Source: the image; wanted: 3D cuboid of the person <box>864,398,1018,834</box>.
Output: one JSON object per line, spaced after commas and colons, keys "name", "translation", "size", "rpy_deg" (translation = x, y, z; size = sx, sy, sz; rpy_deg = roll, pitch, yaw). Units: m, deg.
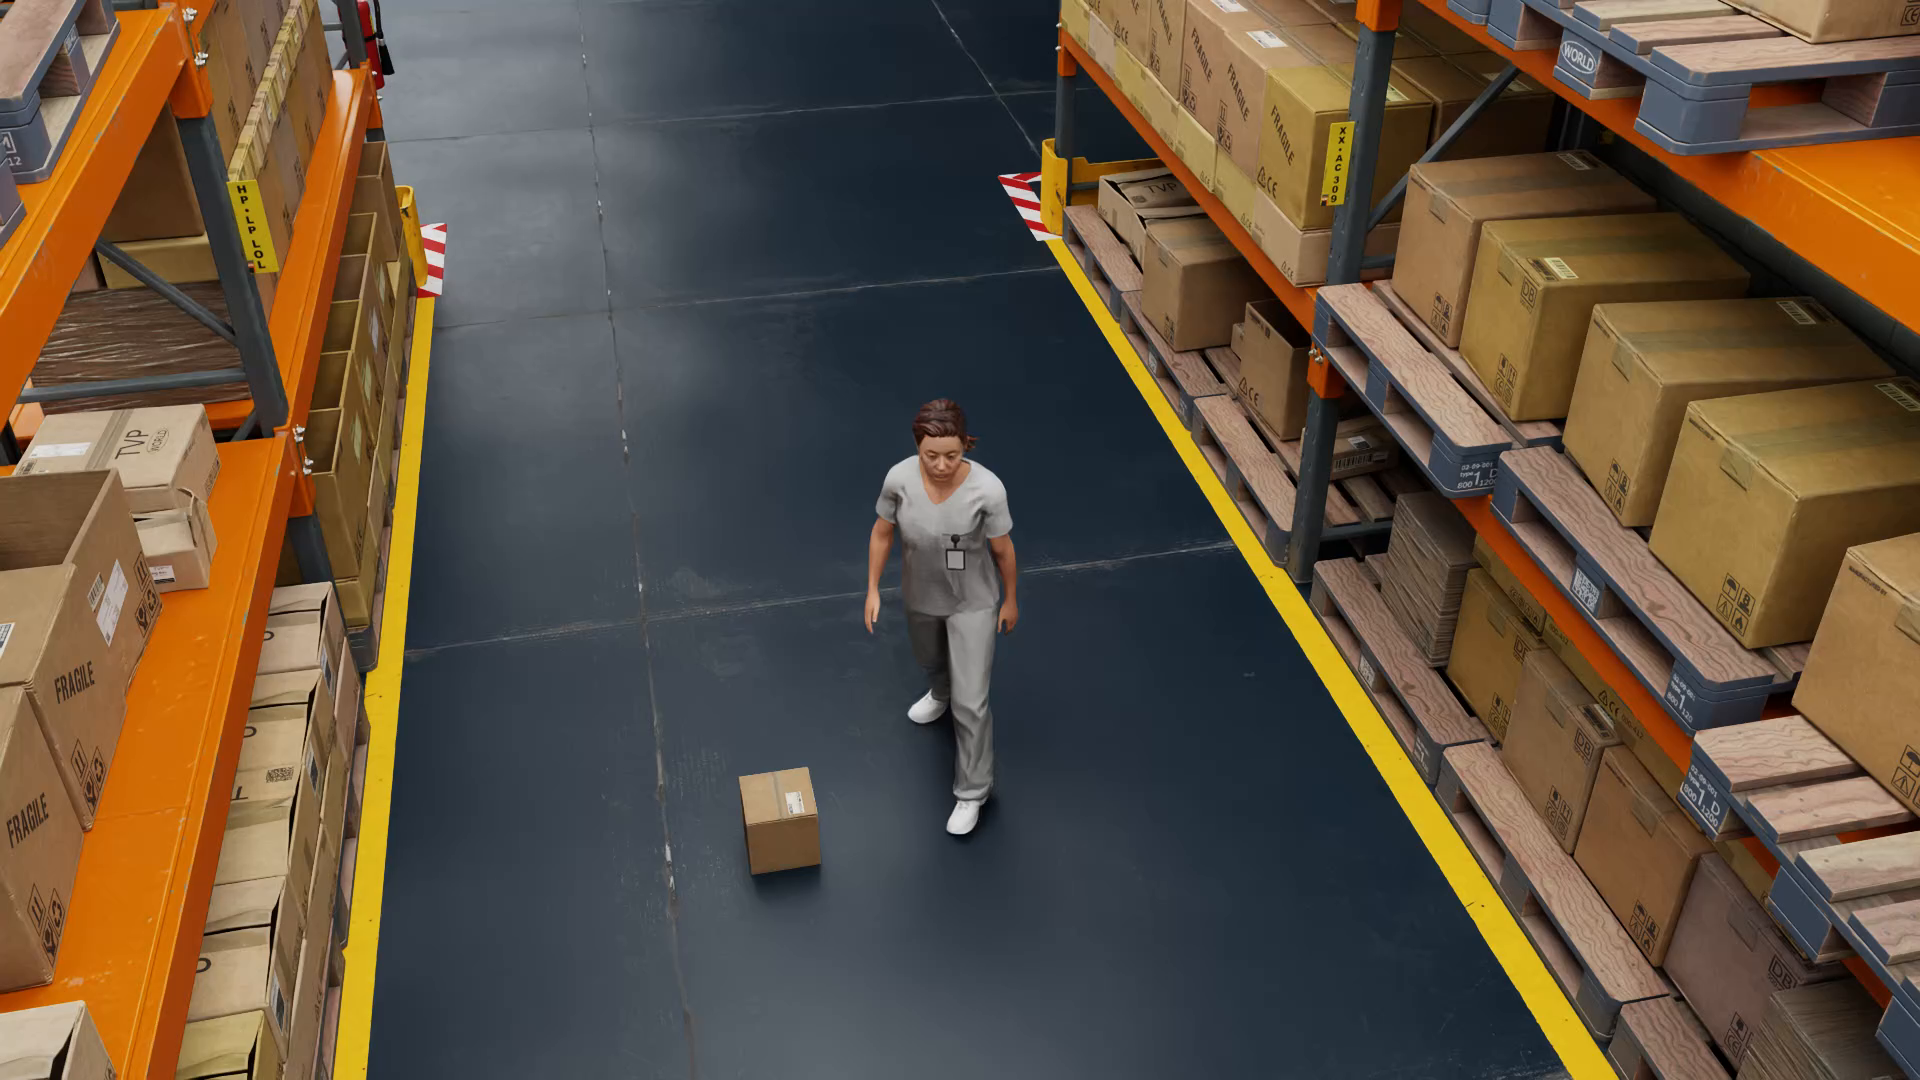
{"name": "person", "translation": [-0.044, 0.171, 5.915], "size": [0.515, 1.639, 0.800], "rpy_deg": [11, 36, 16]}
